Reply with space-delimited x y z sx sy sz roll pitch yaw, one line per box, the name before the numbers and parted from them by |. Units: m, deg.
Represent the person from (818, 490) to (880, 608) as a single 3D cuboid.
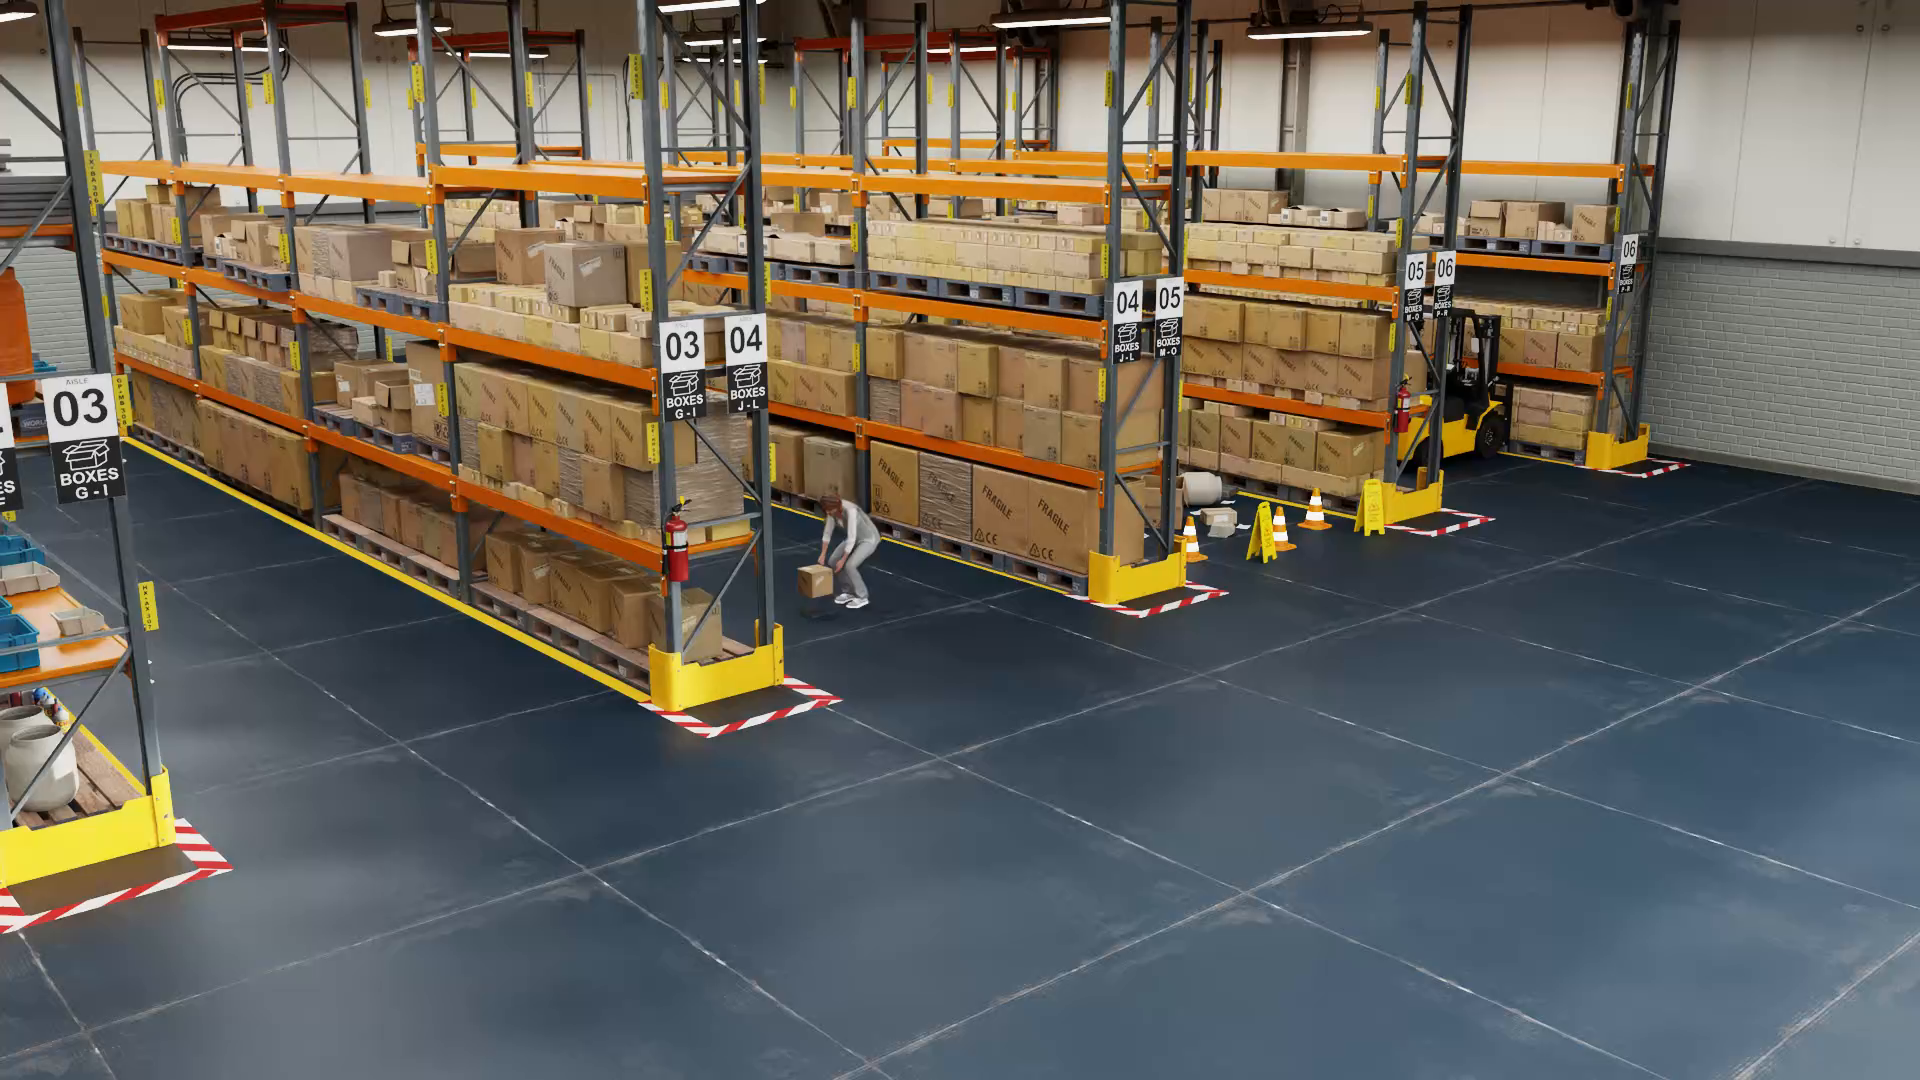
person | -1.092 0.070 16.528 0.698 1.217 0.463 -12 19 -39
